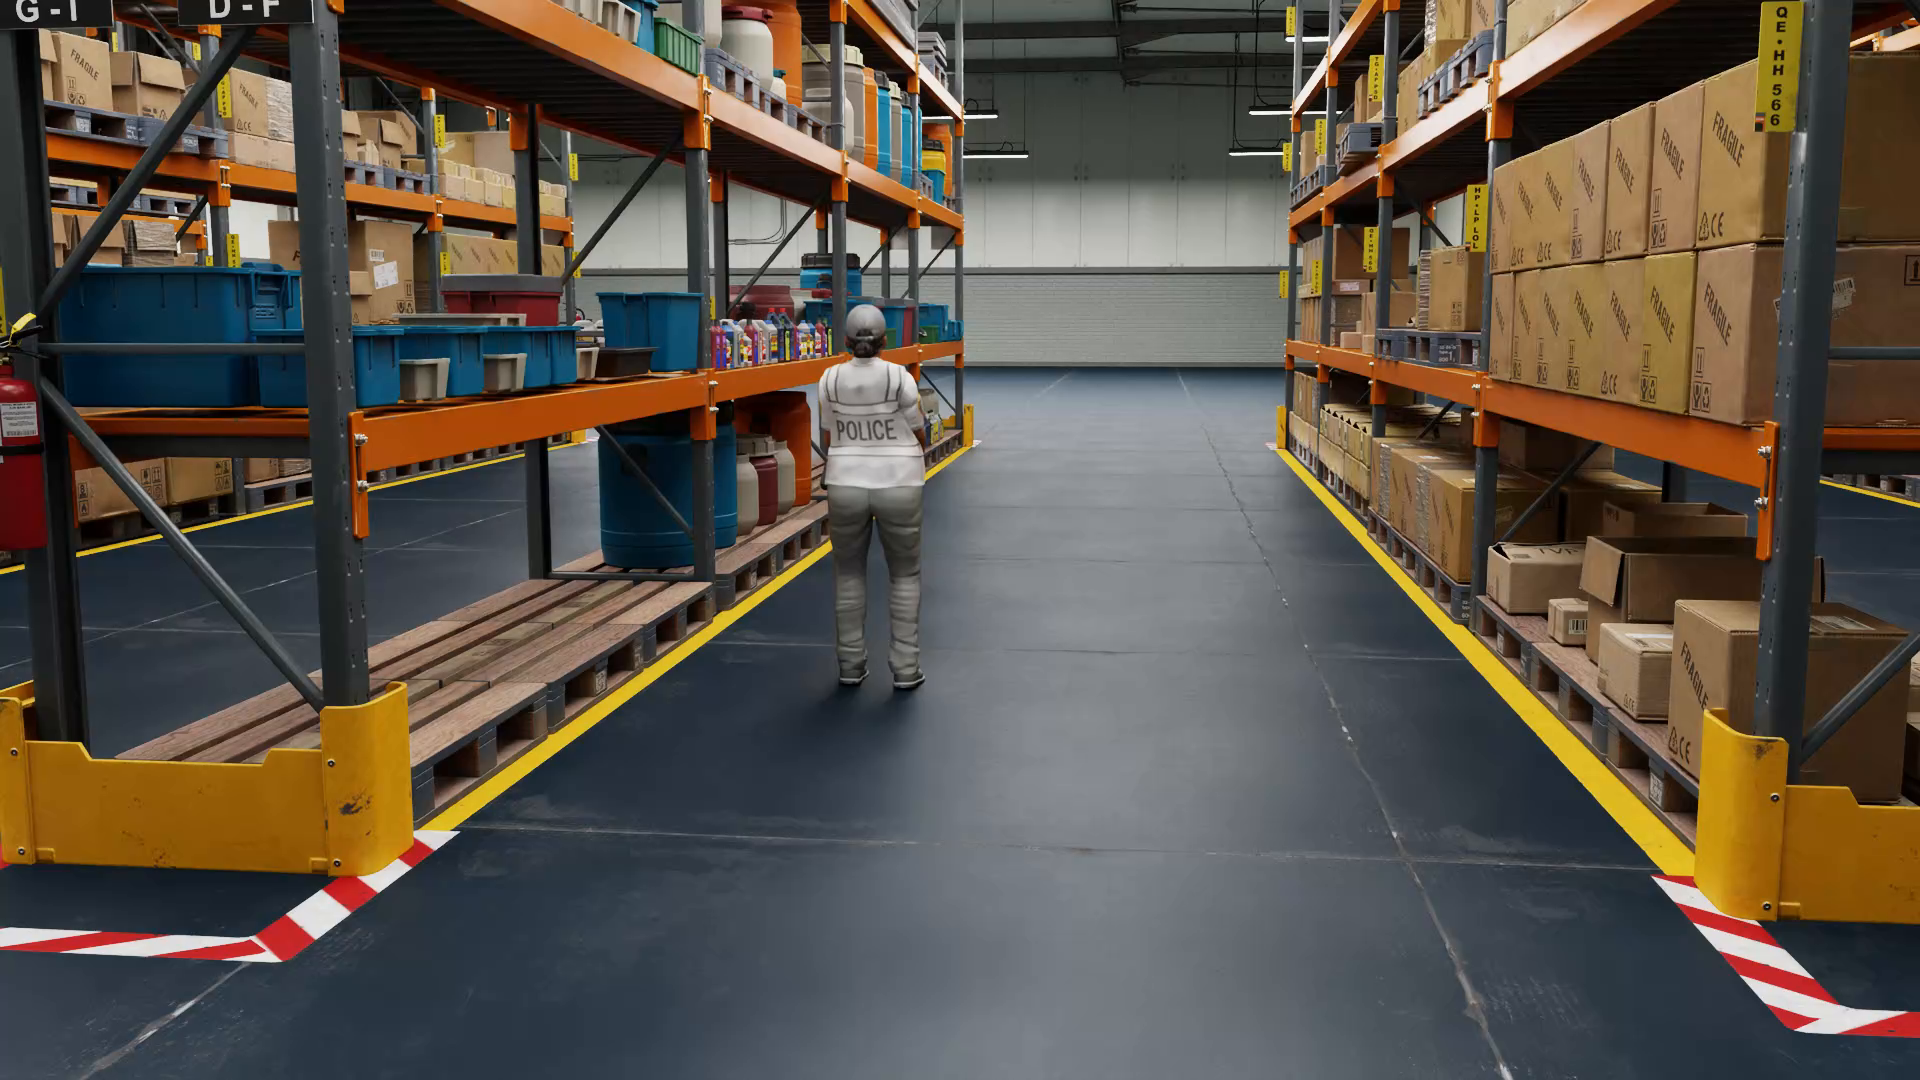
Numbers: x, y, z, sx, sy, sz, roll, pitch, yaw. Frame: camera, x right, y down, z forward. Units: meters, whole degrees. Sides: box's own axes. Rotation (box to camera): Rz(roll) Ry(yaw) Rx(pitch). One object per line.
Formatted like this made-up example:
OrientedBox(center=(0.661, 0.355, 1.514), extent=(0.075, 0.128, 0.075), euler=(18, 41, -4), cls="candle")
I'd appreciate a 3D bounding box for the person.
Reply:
OrientedBox(center=(-0.369, -0.193, 7.252), extent=(0.453, 1.653, 0.534), euler=(1, 8, 6), cls="person")
